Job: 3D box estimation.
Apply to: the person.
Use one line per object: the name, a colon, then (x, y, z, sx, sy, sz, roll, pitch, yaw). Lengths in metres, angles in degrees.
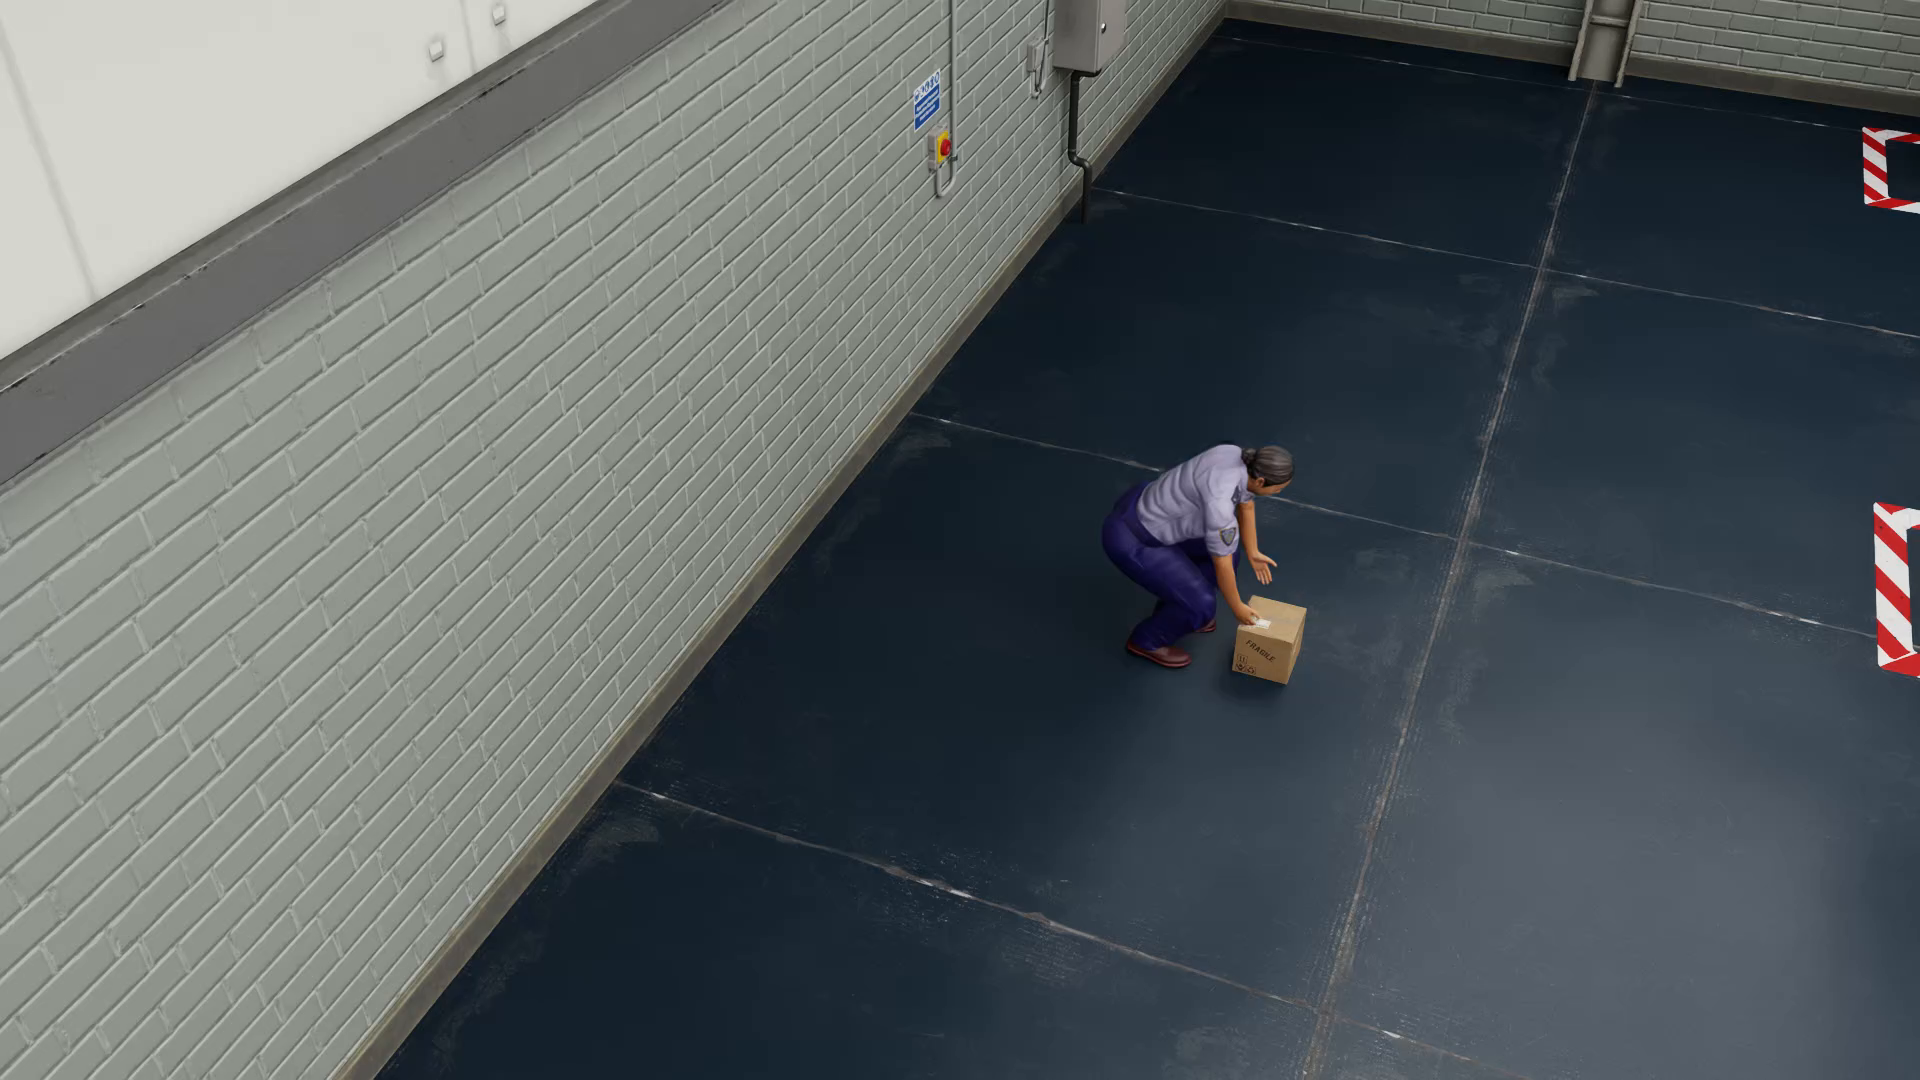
person: (1.021, 0.006, 7.264, 0.770, 1.114, 0.538, 14, 40, 18)
